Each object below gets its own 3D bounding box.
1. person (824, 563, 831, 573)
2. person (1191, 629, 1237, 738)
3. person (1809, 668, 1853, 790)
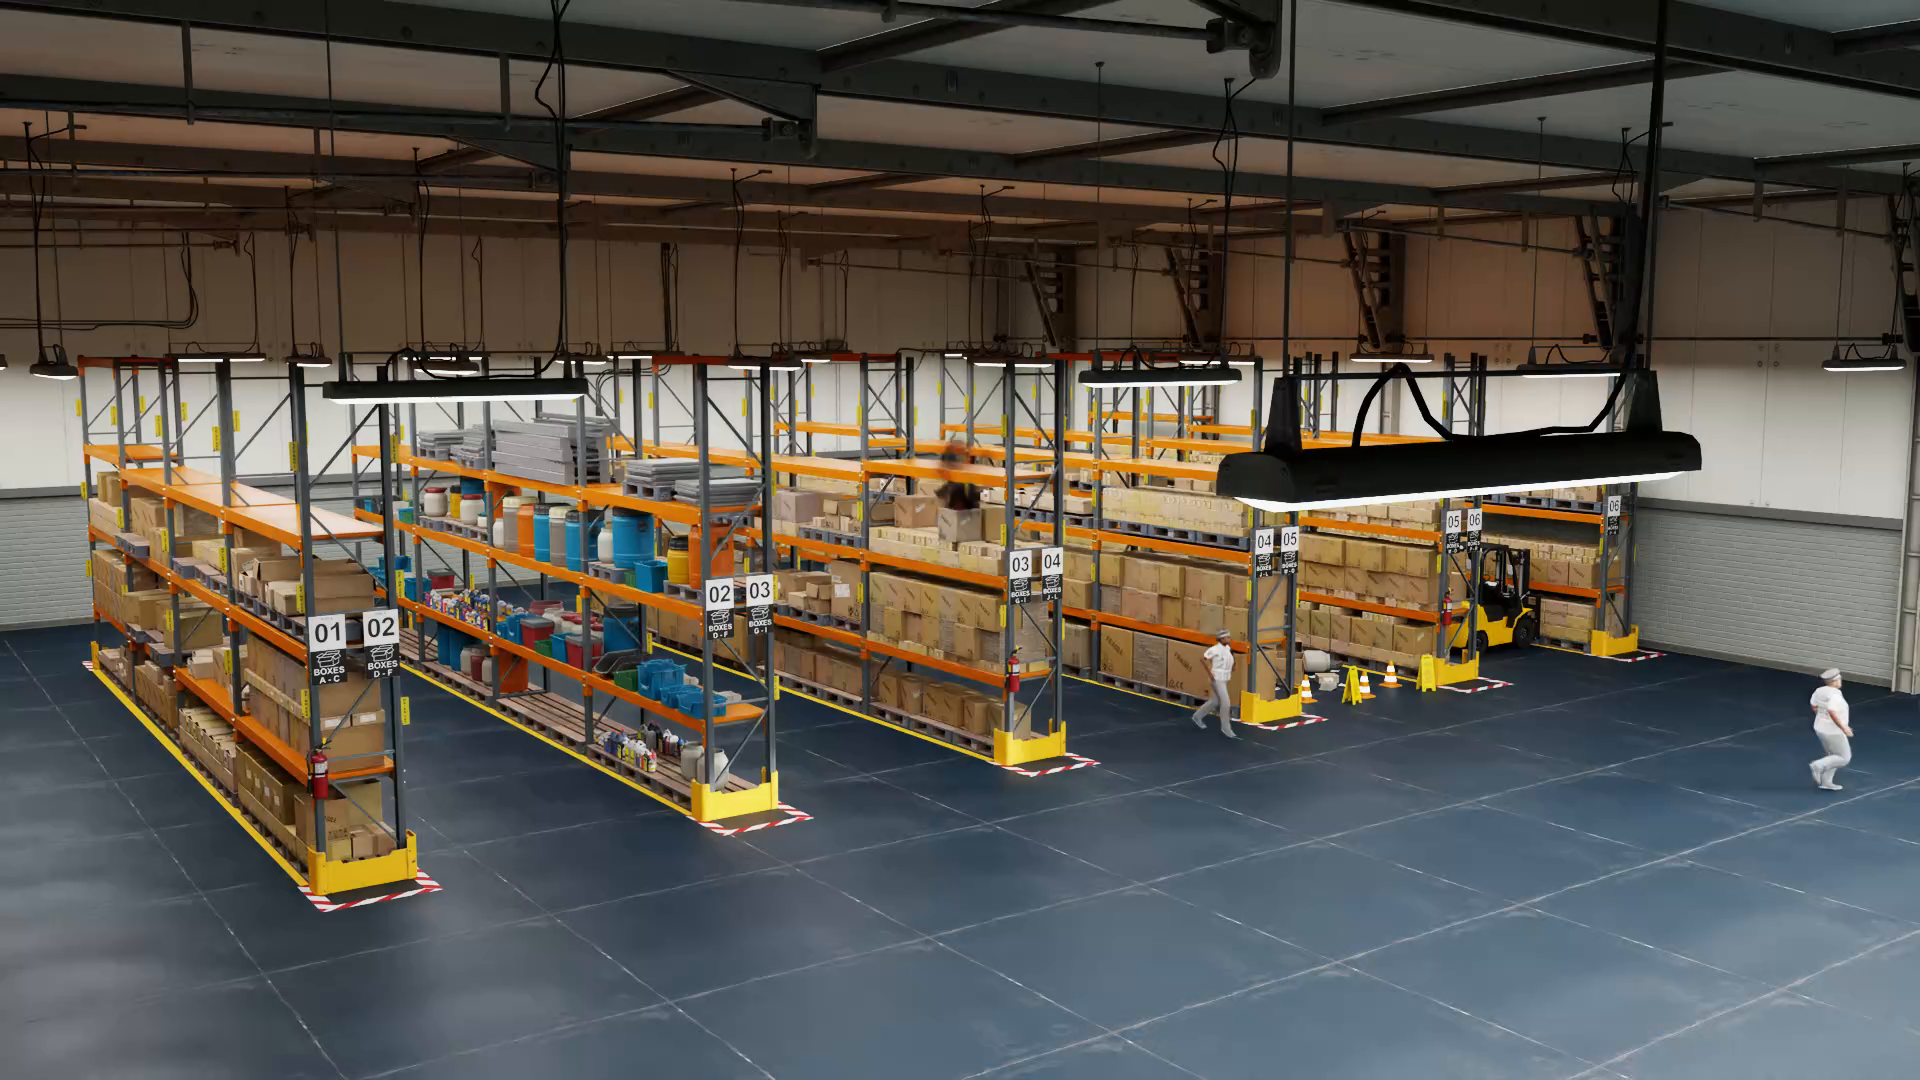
[{"bbox_3d":[-3.208,0.378,42.156,0.568,1.706,0.661,5,8,33],"label":"person"},{"bbox_3d":[4.170,2.275,26.765,0.832,1.722,0.592,5,8,35],"label":"person"},{"bbox_3d":[12.177,2.659,23.314,0.599,1.735,0.670,0,7,-1],"label":"person"}]
